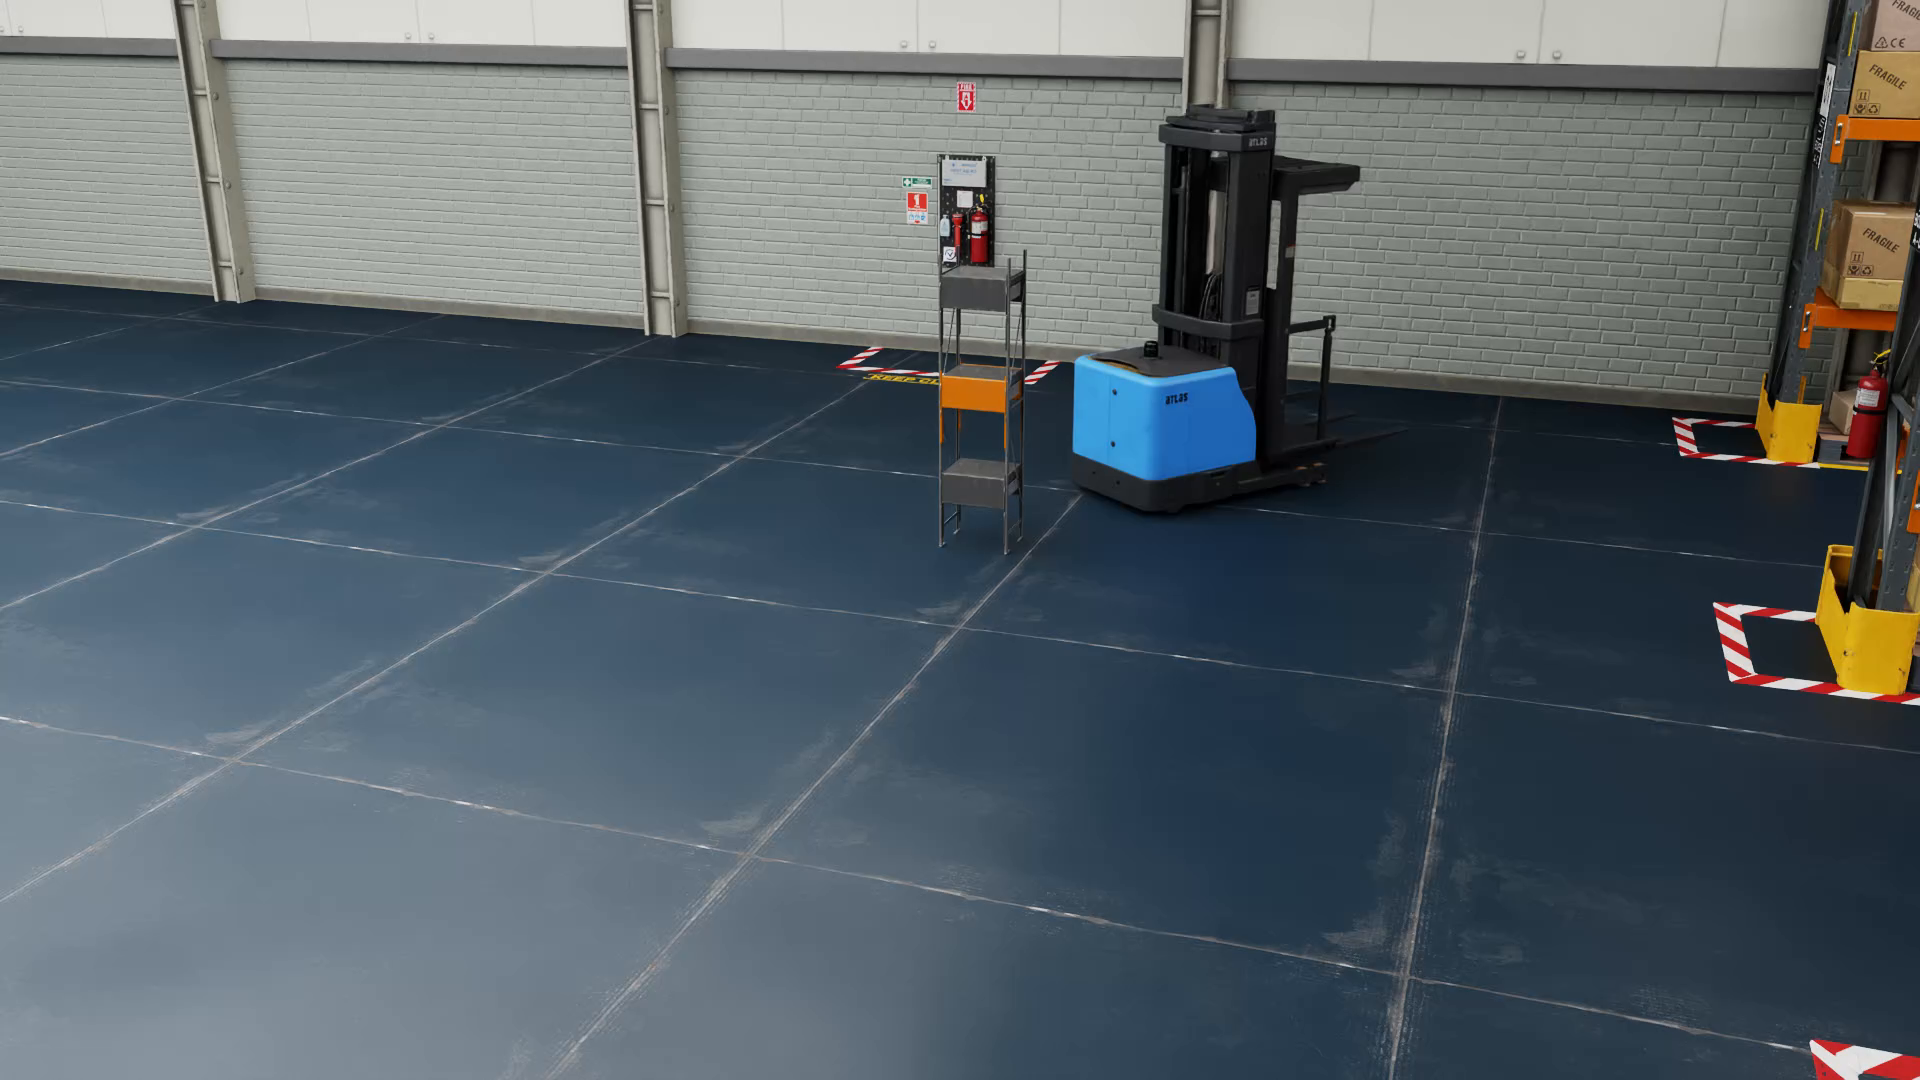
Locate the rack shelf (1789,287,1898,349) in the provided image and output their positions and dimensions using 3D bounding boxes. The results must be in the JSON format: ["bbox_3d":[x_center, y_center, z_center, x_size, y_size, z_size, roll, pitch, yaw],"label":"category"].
[{"bbox_3d":[8.973,-1.701,13.493,4.000,0.370,1.077,7,20,18],"label":"rack shelf"}]

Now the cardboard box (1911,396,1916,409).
[{"bbox_3d":[8.246,-1.031,13.893,0.500,0.311,0.500,8,21,23],"label":"cardboard box"}]

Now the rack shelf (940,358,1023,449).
[{"bbox_3d":[0.156,-0.961,11.684,0.480,0.518,0.431,7,20,18],"label":"rack shelf"}]

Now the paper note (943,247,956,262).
[{"bbox_3d":[-0.106,-3.002,17.469,0.142,0.148,0.016,7,20,18],"label":"paper note"}]

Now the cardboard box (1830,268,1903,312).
[{"bbox_3d":[7.440,-2.044,13.581,0.500,0.250,0.500,6,20,16],"label":"cardboard box"}]

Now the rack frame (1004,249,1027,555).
[{"bbox_3d":[0.387,-0.947,11.604,0.015,2.100,0.400,7,20,18],"label":"rack frame"}]

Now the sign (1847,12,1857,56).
[{"bbox_3d":[6.905,-3.917,12.873,0.005,0.325,0.100,7,20,18],"label":"sign"}]

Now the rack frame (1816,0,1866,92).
[{"bbox_3d":[7.083,-5.090,13.007,0.127,3.000,1.000,7,20,18],"label":"rack frame"}]

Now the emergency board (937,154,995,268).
[{"bbox_3d":[0.039,-3.377,17.208,0.643,1.169,0.194,7,20,18],"label":"emergency board"}]

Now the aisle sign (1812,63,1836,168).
[{"bbox_3d":[6.917,-3.399,13.321,0.004,0.787,0.394,7,20,18],"label":"aisle sign"}]

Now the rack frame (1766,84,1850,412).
[{"bbox_3d":[7.083,-2.257,13.994,0.127,3.000,1.000,7,20,18],"label":"rack frame"}]

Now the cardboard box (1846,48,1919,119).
[{"bbox_3d":[7.317,-3.616,13.154,0.500,0.500,0.500,7,20,19],"label":"cardboard box"}]

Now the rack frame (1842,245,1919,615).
[{"bbox_3d":[5.461,-0.716,9.574,0.127,3.000,1.000,7,20,18],"label":"rack frame"}]

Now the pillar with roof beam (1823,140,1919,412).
[{"bbox_3d":[6.616,-3.945,9.721,0.400,9.000,9.100,7,20,18],"label":"pillar with roof beam"}]

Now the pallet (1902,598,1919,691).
[{"bbox_3d":[6.197,0.670,9.834,1.213,0.211,1.003,7,20,18],"label":"pallet"}]

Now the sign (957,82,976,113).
[{"bbox_3d":[0.064,-4.504,16.918,0.199,0.298,0.001,7,20,18],"label":"sign"}]

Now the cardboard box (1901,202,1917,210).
[{"bbox_3d":[8.071,-2.508,13.771,0.500,0.500,0.500,7,20,19],"label":"cardboard box"}]

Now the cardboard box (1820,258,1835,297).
[{"bbox_3d":[7.589,-2.205,14.044,0.500,0.250,0.500,7,20,19],"label":"cardboard box"}]

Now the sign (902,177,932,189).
[{"bbox_3d":[-0.448,-3.733,17.369,0.331,0.109,0.001,7,20,18],"label":"sign"}]

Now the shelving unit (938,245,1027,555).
[{"bbox_3d":[0.156,-0.974,11.679,0.503,2.100,0.431,7,20,18],"label":"shelving unit"}]

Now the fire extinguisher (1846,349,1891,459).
[{"bbox_3d":[5.502,-0.837,10.038,0.183,0.674,0.296,7,20,18],"label":"fire extinguisher"}]

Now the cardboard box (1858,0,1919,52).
[{"bbox_3d":[7.368,-4.085,12.980,0.500,0.500,0.500,5,20,14],"label":"cardboard box"}]

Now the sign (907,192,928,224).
[{"bbox_3d":[-0.450,-3.486,17.465,0.234,0.329,0.001,7,20,18],"label":"sign"}]

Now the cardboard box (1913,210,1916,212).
[{"bbox_3d":[7.899,-2.348,13.314,0.500,0.500,0.500,7,20,18],"label":"cardboard box"}]

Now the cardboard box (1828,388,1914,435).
[{"bbox_3d":[7.707,-1.092,14.070,0.500,0.311,0.500,4,20,12],"label":"cardboard box"}]

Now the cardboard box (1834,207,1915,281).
[{"bbox_3d":[7.436,-2.405,13.476,0.500,0.500,0.500,7,20,18],"label":"cardboard box"}]

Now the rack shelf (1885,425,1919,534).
[{"bbox_3d":[7.350,-0.161,9.073,4.000,0.370,1.077,7,20,18],"label":"rack shelf"}]

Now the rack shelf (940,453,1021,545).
[{"bbox_3d":[0.156,-0.300,11.914,0.480,0.518,0.431,7,20,18],"label":"rack shelf"}]

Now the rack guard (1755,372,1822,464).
[{"bbox_3d":[7.155,-1.069,14.382,0.348,0.500,1.175,7,20,18],"label":"rack guard"}]

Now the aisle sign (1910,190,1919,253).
[{"bbox_3d":[5.496,-2.042,9.429,0.004,0.787,0.394,7,20,18],"label":"aisle sign"}]

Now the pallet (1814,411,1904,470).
[{"bbox_3d":[7.911,-0.833,14.146,1.213,0.211,1.003,7,20,18],"label":"pallet"}]

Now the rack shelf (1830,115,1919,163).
[{"bbox_3d":[8.973,-3.118,12.999,4.000,0.370,1.077,7,20,18],"label":"rack shelf"}]

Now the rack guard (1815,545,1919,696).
[{"bbox_3d":[5.439,0.461,9.993,0.348,0.500,1.175,7,20,18],"label":"rack guard"}]

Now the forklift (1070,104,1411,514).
[{"bbox_3d":[2.386,-1.935,13.173,3.031,2.935,1.130,-12,23,-32],"label":"forklift"}]

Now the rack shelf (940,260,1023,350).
[{"bbox_3d":[0.156,-1.622,11.453,0.480,0.518,0.431,7,20,18],"label":"rack shelf"}]

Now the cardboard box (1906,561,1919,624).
[{"bbox_3d":[6.065,0.350,10.055,0.500,0.250,0.500,7,20,18],"label":"cardboard box"}]

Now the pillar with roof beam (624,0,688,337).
[{"bbox_3d":[-4.720,-5.241,13.440,0.400,9.000,9.100,7,20,18],"label":"pillar with roof beam"}]

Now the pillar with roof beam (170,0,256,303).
[{"bbox_3d":[-10.387,-5.889,15.299,0.400,9.000,9.100,7,20,18],"label":"pillar with roof beam"}]

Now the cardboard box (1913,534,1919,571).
[{"bbox_3d":[6.065,-0.005,9.934,0.500,0.500,0.500,7,20,18],"label":"cardboard box"}]

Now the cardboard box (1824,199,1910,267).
[{"bbox_3d":[7.598,-2.565,13.936,0.500,0.500,0.500,6,20,17],"label":"cardboard box"}]

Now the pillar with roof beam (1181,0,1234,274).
[{"bbox_3d":[0.948,-4.593,11.581,0.400,9.000,9.100,7,20,18],"label":"pillar with roof beam"}]

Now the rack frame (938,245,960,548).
[{"bbox_3d":[-0.074,-1.000,11.755,0.015,2.100,0.400,7,20,18],"label":"rack frame"}]

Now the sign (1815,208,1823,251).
[{"bbox_3d":[6.905,-2.497,13.368,0.005,0.325,0.100,7,20,18],"label":"sign"}]
